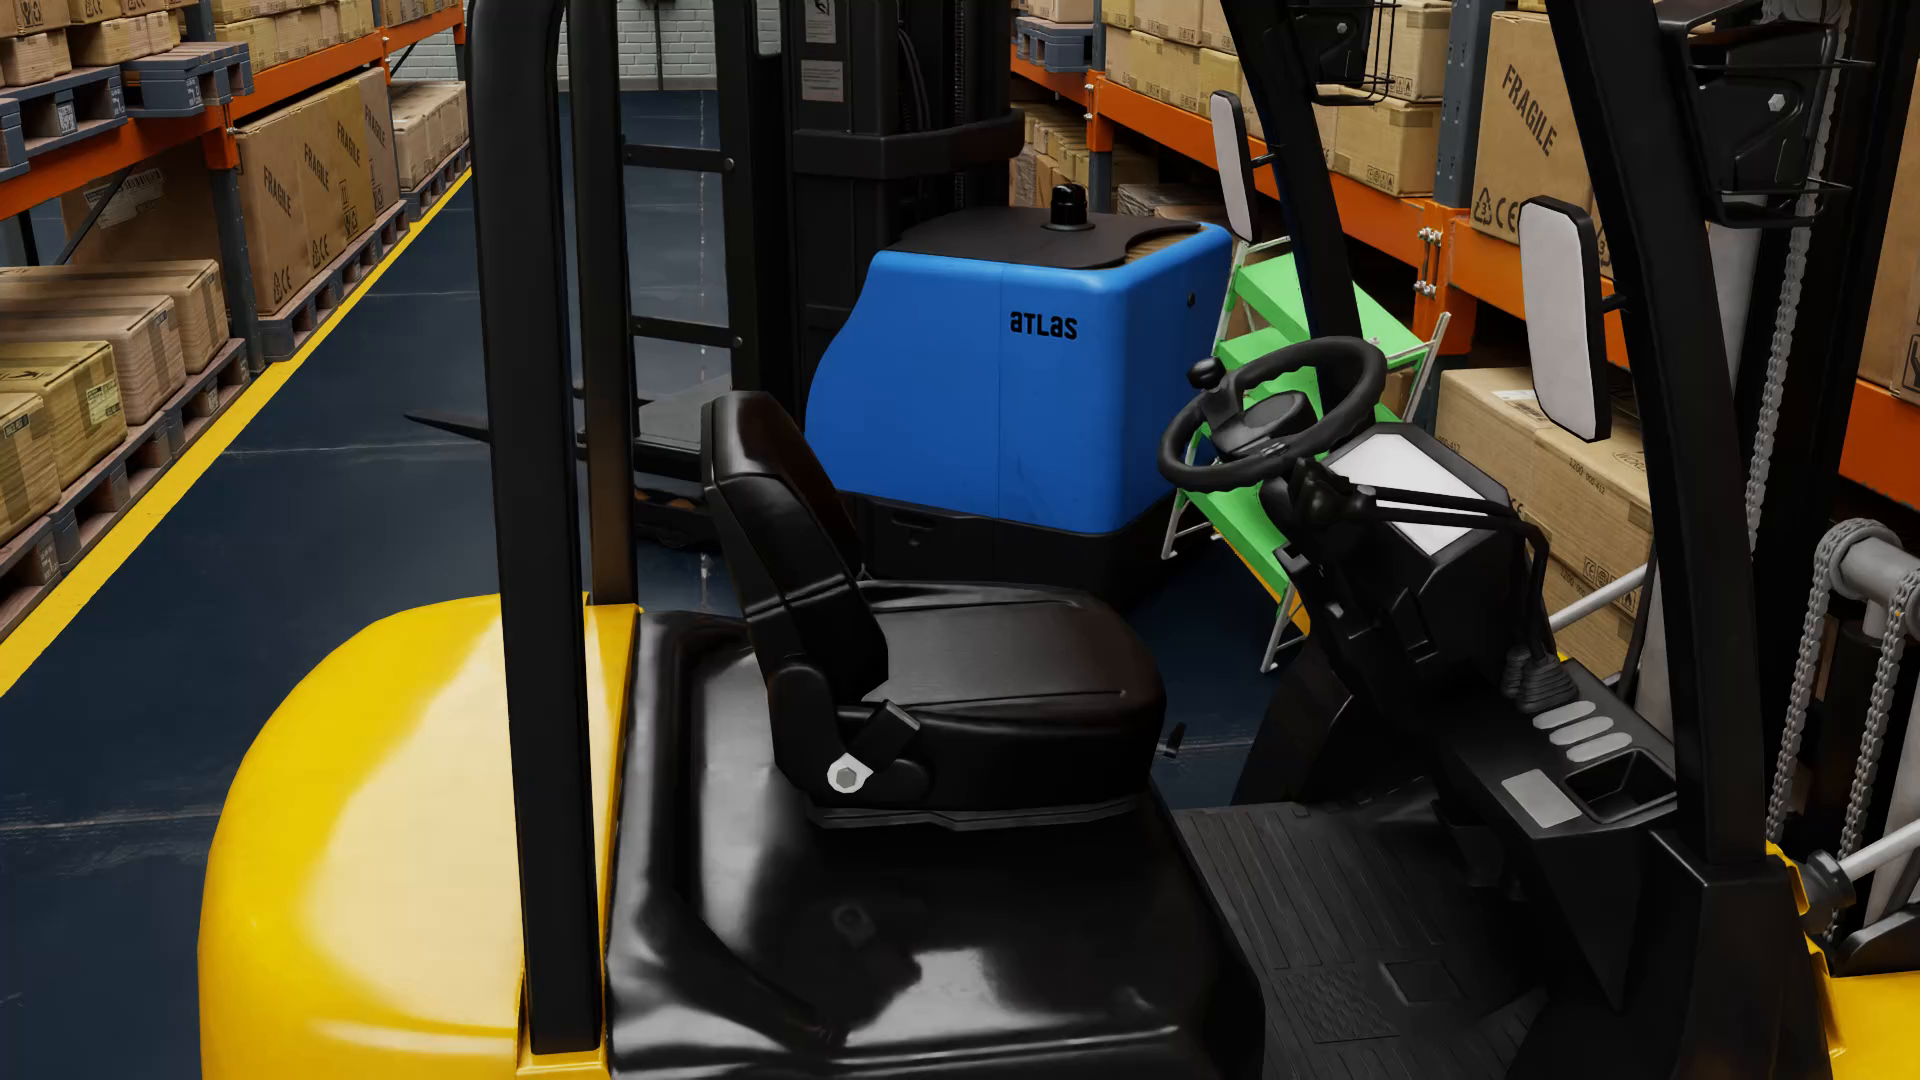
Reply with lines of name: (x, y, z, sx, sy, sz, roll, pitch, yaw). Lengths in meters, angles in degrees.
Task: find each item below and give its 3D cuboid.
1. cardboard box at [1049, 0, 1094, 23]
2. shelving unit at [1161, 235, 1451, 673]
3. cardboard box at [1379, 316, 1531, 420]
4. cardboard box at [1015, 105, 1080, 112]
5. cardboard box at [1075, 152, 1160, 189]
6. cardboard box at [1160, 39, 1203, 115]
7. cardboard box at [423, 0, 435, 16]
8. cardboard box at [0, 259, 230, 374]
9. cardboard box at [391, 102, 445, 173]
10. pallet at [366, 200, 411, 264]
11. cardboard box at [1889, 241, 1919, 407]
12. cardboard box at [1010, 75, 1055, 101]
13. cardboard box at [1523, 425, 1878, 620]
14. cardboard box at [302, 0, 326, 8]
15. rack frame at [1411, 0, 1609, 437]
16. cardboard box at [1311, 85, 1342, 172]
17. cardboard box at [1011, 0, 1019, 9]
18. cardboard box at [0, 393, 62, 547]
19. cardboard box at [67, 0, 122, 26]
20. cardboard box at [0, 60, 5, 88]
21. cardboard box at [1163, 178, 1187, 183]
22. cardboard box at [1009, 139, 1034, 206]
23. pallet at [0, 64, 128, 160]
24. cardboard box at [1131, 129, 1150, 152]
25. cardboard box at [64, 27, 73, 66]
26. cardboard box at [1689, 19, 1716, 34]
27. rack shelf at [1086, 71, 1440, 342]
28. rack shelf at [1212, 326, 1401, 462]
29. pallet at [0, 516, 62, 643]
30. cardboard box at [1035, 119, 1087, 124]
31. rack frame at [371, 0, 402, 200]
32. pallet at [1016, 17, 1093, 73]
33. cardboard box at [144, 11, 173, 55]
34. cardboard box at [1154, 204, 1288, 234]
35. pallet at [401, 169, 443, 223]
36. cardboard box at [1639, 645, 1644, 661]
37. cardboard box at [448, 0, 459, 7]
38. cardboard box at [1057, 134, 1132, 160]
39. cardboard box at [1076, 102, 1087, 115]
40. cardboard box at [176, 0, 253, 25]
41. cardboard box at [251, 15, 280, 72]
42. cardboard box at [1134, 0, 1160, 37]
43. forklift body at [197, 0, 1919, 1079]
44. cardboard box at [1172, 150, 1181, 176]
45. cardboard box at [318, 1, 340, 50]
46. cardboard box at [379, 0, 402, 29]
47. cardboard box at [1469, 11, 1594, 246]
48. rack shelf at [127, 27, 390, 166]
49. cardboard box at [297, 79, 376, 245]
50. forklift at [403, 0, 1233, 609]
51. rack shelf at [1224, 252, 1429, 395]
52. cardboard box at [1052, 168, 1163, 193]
cardboard box: (0.659, -2.708, 8.439, 0.380, 0.149, 0.250, -3, 21, -7)
shelving unit: (0.881, -0.240, 4.458, 0.258, 1.200, 0.503, -20, 51, -24)
cardboard box: (1.624, -0.301, 5.028, 0.875, 0.625, 0.625, -2, 21, -5)
cardboard box: (0.563, -2.724, 10.767, 0.380, 0.149, 0.250, -3, 21, -9)
cardboard box: (0.812, -1.909, 8.586, 0.380, 0.149, 0.250, -4, 21, -10)
cardboard box: (1.105, -1.833, 6.550, 0.500, 0.250, 0.500, -4, 21, -10)
cardboard box: (-4.371, -4.302, 12.805, 0.500, 0.500, 0.500, -2, 21, -6)
cardboard box: (-3.706, -0.939, 7.099, 0.950, 0.372, 0.625, -4, 21, -11)
cardboard box: (-4.468, -3.084, 12.747, 0.875, 0.438, 0.875, -4, 21, -9)
pallet: (-4.168, -1.985, 10.729, 1.003, 0.211, 1.213, -3, 21, -8)
cardboard box: (1.733, -0.386, 2.321, 0.500, 0.500, 0.500, -3, 21, -7)
cardboard box: (0.430, -3.050, 11.215, 0.380, 0.149, 0.250, -4, 21, -10)
cardboard box: (1.533, -0.052, 3.470, 0.500, 0.250, 0.500, -3, 21, -8)
cardboard box: (-3.799, -3.050, 9.095, 0.500, 0.250, 0.500, -3, 21, -7)
rack frame: (1.710, -1.036, 4.204, 1.000, 3.000, 0.127, -3, 21, -8)
cardboard box: (1.301, -1.301, 5.127, 0.500, 0.250, 0.500, -3, 21, -8)
cardboard box: (0.593, -3.420, 9.842, 0.700, 0.500, 0.500, -3, 21, -8)
cardboard box: (-3.386, -0.181, 5.068, 0.950, 0.372, 0.625, -2, 21, -4)
cardboard box: (-3.278, -2.056, 5.766, 0.500, 0.500, 0.500, -4, 21, -11)
cardboard box: (-3.141, -1.429, 5.014, 0.380, 0.149, 0.250, -3, 21, -7)
cardboard box: (1.350, -1.607, 8.704, 0.500, 0.500, 0.500, -2, 21, -6)
cardboard box: (0.558, -2.296, 10.549, 0.500, 0.500, 0.500, -4, 21, -9)
pallet: (-3.452, -1.396, 5.442, 1.003, 0.211, 1.213, -3, 21, -8)
cardboard box: (1.207, -2.309, 9.657, 0.380, 0.149, 0.250, -3, 21, -9)
cardboard box: (-3.313, -1.697, 5.732, 0.380, 0.149, 0.250, -3, 21, -7)
cardboard box: (1.562, -0.996, 3.025, 0.380, 0.149, 0.250, -2, 21, -7)
rack shelf: (1.422, -1.392, 6.183, 1.077, 0.370, 4.000, -3, 21, -8)
rack shelf: (0.896, -0.363, 4.332, 0.258, 0.148, 0.480, -20, 51, -24)
pallet: (-3.315, 0.252, 4.739, 1.003, 0.211, 1.213, -3, 21, -8)
cardboard box: (0.663, -2.457, 10.053, 0.380, 0.149, 0.250, -3, 21, -8)
rack frame: (-4.354, -3.554, 10.946, 1.000, 3.000, 0.127, -3, 21, -8)
pallet: (0.967, -2.562, 8.564, 1.213, 0.211, 1.003, -3, 21, -8)
cardboard box: (-3.307, -1.973, 6.470, 0.380, 0.149, 0.250, -3, 21, -8)
cardboard box: (1.312, -1.063, 7.069, 0.875, 0.625, 0.625, -2, 21, -6)
pallet: (-4.386, -2.515, 12.149, 1.003, 0.211, 1.213, -3, 21, -8)
cardboard box: (1.610, 0.353, 3.099, 0.500, 0.250, 0.500, -3, 21, -8)
cardboard box: (-4.599, -4.833, 14.225, 0.500, 0.500, 0.500, -3, 21, -7)
cardboard box: (0.754, -2.189, 9.335, 0.380, 0.149, 0.250, -2, 21, -6)
cardboard box: (0.982, -2.848, 11.100, 0.380, 0.149, 0.250, -3, 21, -7)
cardboard box: (-3.606, -2.521, 7.680, 0.500, 0.250, 0.500, -3, 21, -8)
cardboard box: (-3.691, -2.458, 8.225, 0.500, 0.250, 0.500, -4, 21, -9)
cardboard box: (1.027, -2.246, 6.942, 0.500, 0.250, 0.500, -2, 21, -6)
forklift body: (0.208, 0.182, 2.156, 2.313, 2.155, 1.214, -3, 21, -8)
cardboard box: (1.355, -2.040, 8.937, 0.380, 0.149, 0.250, -2, 21, -6)
cardboard box: (-3.914, -2.990, 9.648, 0.500, 0.250, 0.500, -3, 21, -9)
cardboard box: (-4.163, -3.777, 11.399, 0.500, 0.500, 0.500, -2, 21, -6)
cardboard box: (1.516, -0.916, 3.740, 0.500, 0.500, 0.500, -3, 21, -9)
rack shelf: (-4.066, -2.525, 9.218, 1.077, 0.370, 4.000, -3, 21, -8)
cardboard box: (-4.048, -2.233, 9.844, 0.875, 0.875, 0.875, -2, 21, -6)
forklift: (-0.645, -1.494, 5.527, 3.031, 2.935, 1.130, 11, 23, 27)
rack shelf: (0.917, -0.529, 4.161, 0.258, 0.148, 0.480, -20, 51, -24)
cardboard box: (0.798, -1.756, 9.104, 0.500, 0.500, 0.500, -3, 21, -9)
